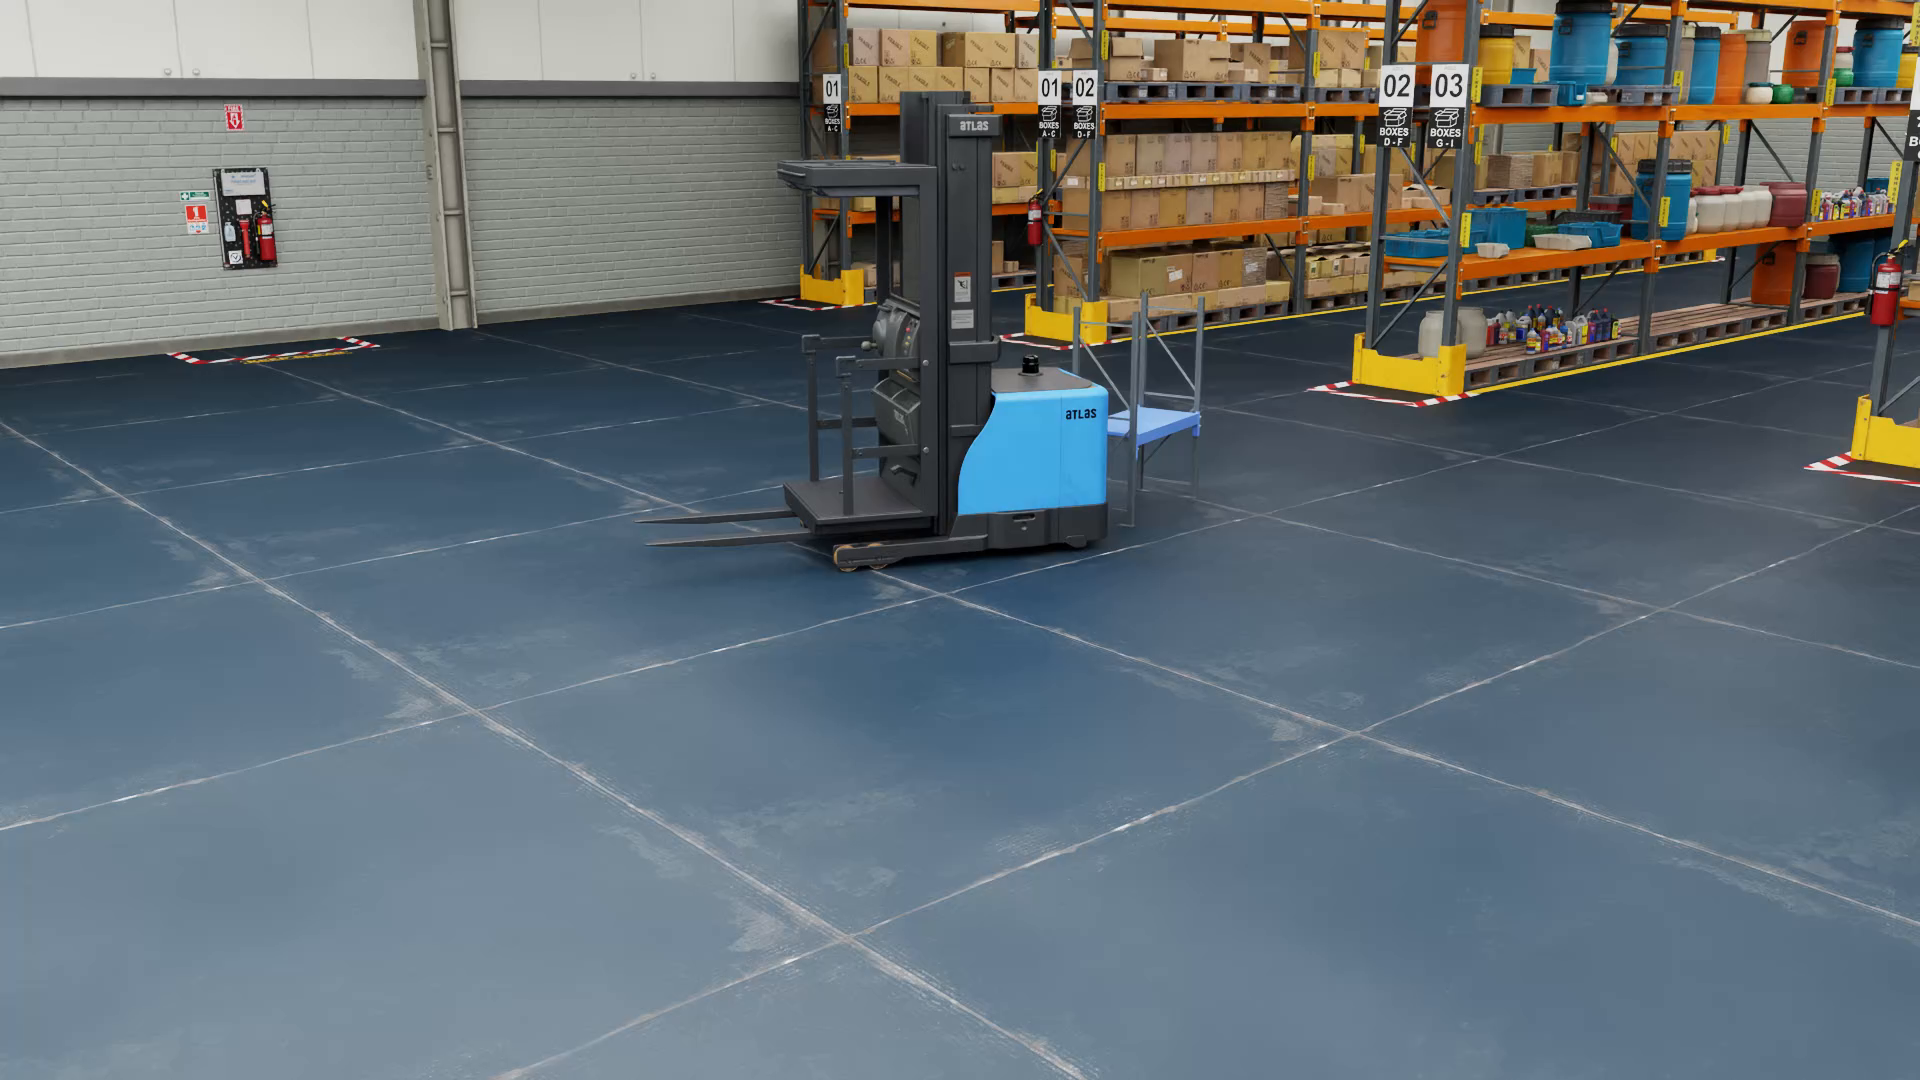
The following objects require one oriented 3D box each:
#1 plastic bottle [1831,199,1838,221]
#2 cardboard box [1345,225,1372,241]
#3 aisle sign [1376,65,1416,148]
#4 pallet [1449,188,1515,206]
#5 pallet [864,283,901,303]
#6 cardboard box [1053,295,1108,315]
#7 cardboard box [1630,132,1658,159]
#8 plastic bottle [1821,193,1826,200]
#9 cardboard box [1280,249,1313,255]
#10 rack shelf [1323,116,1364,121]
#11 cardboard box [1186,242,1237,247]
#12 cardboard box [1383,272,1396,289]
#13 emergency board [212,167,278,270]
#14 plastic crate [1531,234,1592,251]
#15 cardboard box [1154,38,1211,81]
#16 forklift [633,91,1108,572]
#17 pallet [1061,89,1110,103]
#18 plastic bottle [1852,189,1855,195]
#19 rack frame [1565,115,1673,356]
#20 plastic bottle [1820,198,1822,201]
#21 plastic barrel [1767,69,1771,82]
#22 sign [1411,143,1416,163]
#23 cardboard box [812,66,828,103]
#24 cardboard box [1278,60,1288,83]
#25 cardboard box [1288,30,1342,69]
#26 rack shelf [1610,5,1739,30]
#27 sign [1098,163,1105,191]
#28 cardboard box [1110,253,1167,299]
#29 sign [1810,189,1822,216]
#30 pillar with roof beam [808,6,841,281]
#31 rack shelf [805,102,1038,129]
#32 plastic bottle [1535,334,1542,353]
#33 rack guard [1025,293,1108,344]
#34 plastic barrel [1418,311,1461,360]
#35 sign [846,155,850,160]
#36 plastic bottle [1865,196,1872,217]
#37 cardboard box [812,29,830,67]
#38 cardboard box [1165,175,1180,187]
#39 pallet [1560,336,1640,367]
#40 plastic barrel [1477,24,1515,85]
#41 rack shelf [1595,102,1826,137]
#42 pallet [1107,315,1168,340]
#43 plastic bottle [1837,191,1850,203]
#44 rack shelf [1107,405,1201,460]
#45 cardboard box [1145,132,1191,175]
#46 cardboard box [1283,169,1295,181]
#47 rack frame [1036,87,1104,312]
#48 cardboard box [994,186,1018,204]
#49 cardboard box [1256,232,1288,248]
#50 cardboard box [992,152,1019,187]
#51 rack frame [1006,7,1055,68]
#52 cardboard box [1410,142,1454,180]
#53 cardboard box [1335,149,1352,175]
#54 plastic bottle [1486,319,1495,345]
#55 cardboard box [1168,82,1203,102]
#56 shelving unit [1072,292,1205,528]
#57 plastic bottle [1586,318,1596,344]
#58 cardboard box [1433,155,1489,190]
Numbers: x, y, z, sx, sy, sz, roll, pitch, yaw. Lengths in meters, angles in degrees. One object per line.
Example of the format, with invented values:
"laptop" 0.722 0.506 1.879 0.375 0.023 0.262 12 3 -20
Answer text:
"plastic bottle" 11.626 -4.400 22.135 0.133 0.283 0.061 -13 19 -39
"cardboard box" 7.753 -6.062 32.161 0.500 0.500 0.700 -12 19 -39
"aisle sign" 4.323 -4.300 16.498 0.004 0.787 0.394 -13 19 -39
"pallet" 7.824 -5.354 25.854 1.003 0.211 1.213 -13 19 -39
"pallet" -1.237 -3.723 24.780 1.213 0.211 1.003 -13 19 -39
"cardboard box" 1.534 -2.986 21.131 0.500 0.250 0.500 -13 19 -39
"cardboard box" 11.694 -6.727 28.490 0.500 0.500 0.500 -13 20 -41
"plastic bottle" 12.152 -4.771 23.539 0.135 0.276 0.152 -13 19 -39
"cardboard box" 4.847 -4.000 23.840 0.500 0.311 0.500 -12 19 -38
"rack shelf" 8.631 -8.400 32.467 4.000 0.370 1.077 -13 19 -39
"cardboard box" 3.414 -3.774 22.627 0.500 0.500 0.500 -13 19 -39
"cardboard box" 5.968 -3.796 24.163 0.500 0.250 0.500 -12 19 -38
"emergency board" -8.386 -3.786 19.613 0.643 1.169 0.194 -13 19 -39
"plastic crate" 6.531 -3.224 18.019 0.437 0.136 0.530 -13 19 -39
"cardboard box" 2.756 -5.959 20.657 0.500 0.500 0.500 -13 19 -39
"forklift" -0.595 -1.368 10.693 3.031 2.935 1.130 -5 16 -17
"pallet" 1.622 -7.047 26.371 1.003 0.211 1.213 -13 19 -39
"plastic bottle" 13.069 -4.996 24.366 0.133 0.283 0.061 -13 19 -39
"rack frame" 7.590 -3.676 19.199 0.127 3.000 1.000 -13 19 -39
"plastic bottle" 11.995 -4.693 23.257 0.097 0.271 0.097 0 15 0
"plastic barrel" 10.172 -5.864 21.361 0.421 0.512 0.421 0 15 0
"sign" 6.996 -5.944 25.599 0.005 0.325 0.100 -13 19 -39
"cardboard box" -1.782 -6.554 23.929 0.500 0.500 0.500 -11 18 -35
"cardboard box" 5.588 -8.363 29.887 0.500 0.500 0.700 -13 20 -39
"cardboard box" 4.833 -6.680 22.655 0.500 0.500 0.500 -12 19 -39
"rack shelf" 11.885 -8.884 28.473 4.000 0.370 1.077 -13 19 -39
"sign" 1.684 -4.311 19.745 0.005 0.325 0.100 -13 19 -39
"cardboard box" 2.250 -3.333 20.975 0.500 0.500 0.500 -13 19 -39
"sign" 10.974 -4.326 21.318 0.005 0.325 0.100 -13 19 -39
"pillar with roof beam" 0.856 -7.274 21.045 0.400 9.000 9.100 -13 19 -39
"rack shelf" -0.422 -6.367 24.857 4.000 0.370 1.077 -13 19 -39
"plastic bottle" 6.223 -2.123 17.955 0.097 0.201 0.097 0 15 0
"rack guard" 1.306 -2.751 20.582 0.348 0.500 1.175 -13 19 -39
"plastic barrel" 5.019 -2.126 17.402 0.421 0.512 0.421 0 15 0
"sign" -1.574 -5.240 23.376 0.005 0.325 0.100 -13 19 -39
"plastic bottle" 12.463 -4.588 22.838 0.133 0.283 0.061 -13 19 -39
"cardboard box" -1.777 -7.041 23.815 0.500 0.500 0.500 -12 19 -37
"cardboard box" 2.539 -4.525 20.926 0.250 0.149 0.380 -14 20 -41
"pallet" 7.056 -2.223 19.163 1.213 0.211 1.003 -13 19 -39
"plastic barrel" 5.349 -4.959 17.012 0.600 0.588 0.600 0 15 0
"rack shelf" 9.099 -5.116 20.173 4.000 0.370 1.077 -13 19 -39
"pallet" 1.873 -2.754 21.150 1.213 0.211 1.003 -13 19 -39
"plastic bottle" 12.114 -4.608 22.785 0.185 0.351 0.144 -13 19 -39
"rack shelf" 1.277 -0.785 11.980 0.538 0.185 1.000 10 18 32
"cardboard box" 2.497 -4.900 21.073 0.500 0.500 0.700 -13 19 -39
"cardboard box" 4.277 -4.915 22.386 0.250 0.149 0.380 -13 20 -39
"rack frame" 1.324 -3.963 20.275 0.127 3.000 1.000 -13 19 -39
"cardboard box" 0.547 -5.320 25.605 0.500 0.250 0.500 -13 19 -39
"cardboard box" 5.410 -5.693 30.101 0.750 0.750 0.750 -13 20 -40
"cardboard box" 0.560 -5.678 25.494 0.500 0.500 0.500 -13 20 -40
"rack frame" 1.087 -8.503 25.645 0.127 3.000 1.000 -13 19 -39
"cardboard box" 9.220 -7.569 33.191 0.700 0.700 0.980 -13 20 -40
"cardboard box" 6.939 -7.034 30.963 0.500 0.500 0.500 -13 20 -40
"plastic bottle" 5.878 -2.329 18.581 0.135 0.276 0.152 -12 19 -39
"cardboard box" 3.738 -7.523 27.925 0.500 0.311 0.500 -13 19 -39
"shelving unit" 1.277 -0.959 11.933 0.538 1.500 1.048 10 18 32
"plastic bottle" 7.053 -2.343 18.619 0.133 0.283 0.061 -11 19 -36
"cardboard box" 7.760 -5.698 25.763 0.700 0.500 0.500 8 17 28
